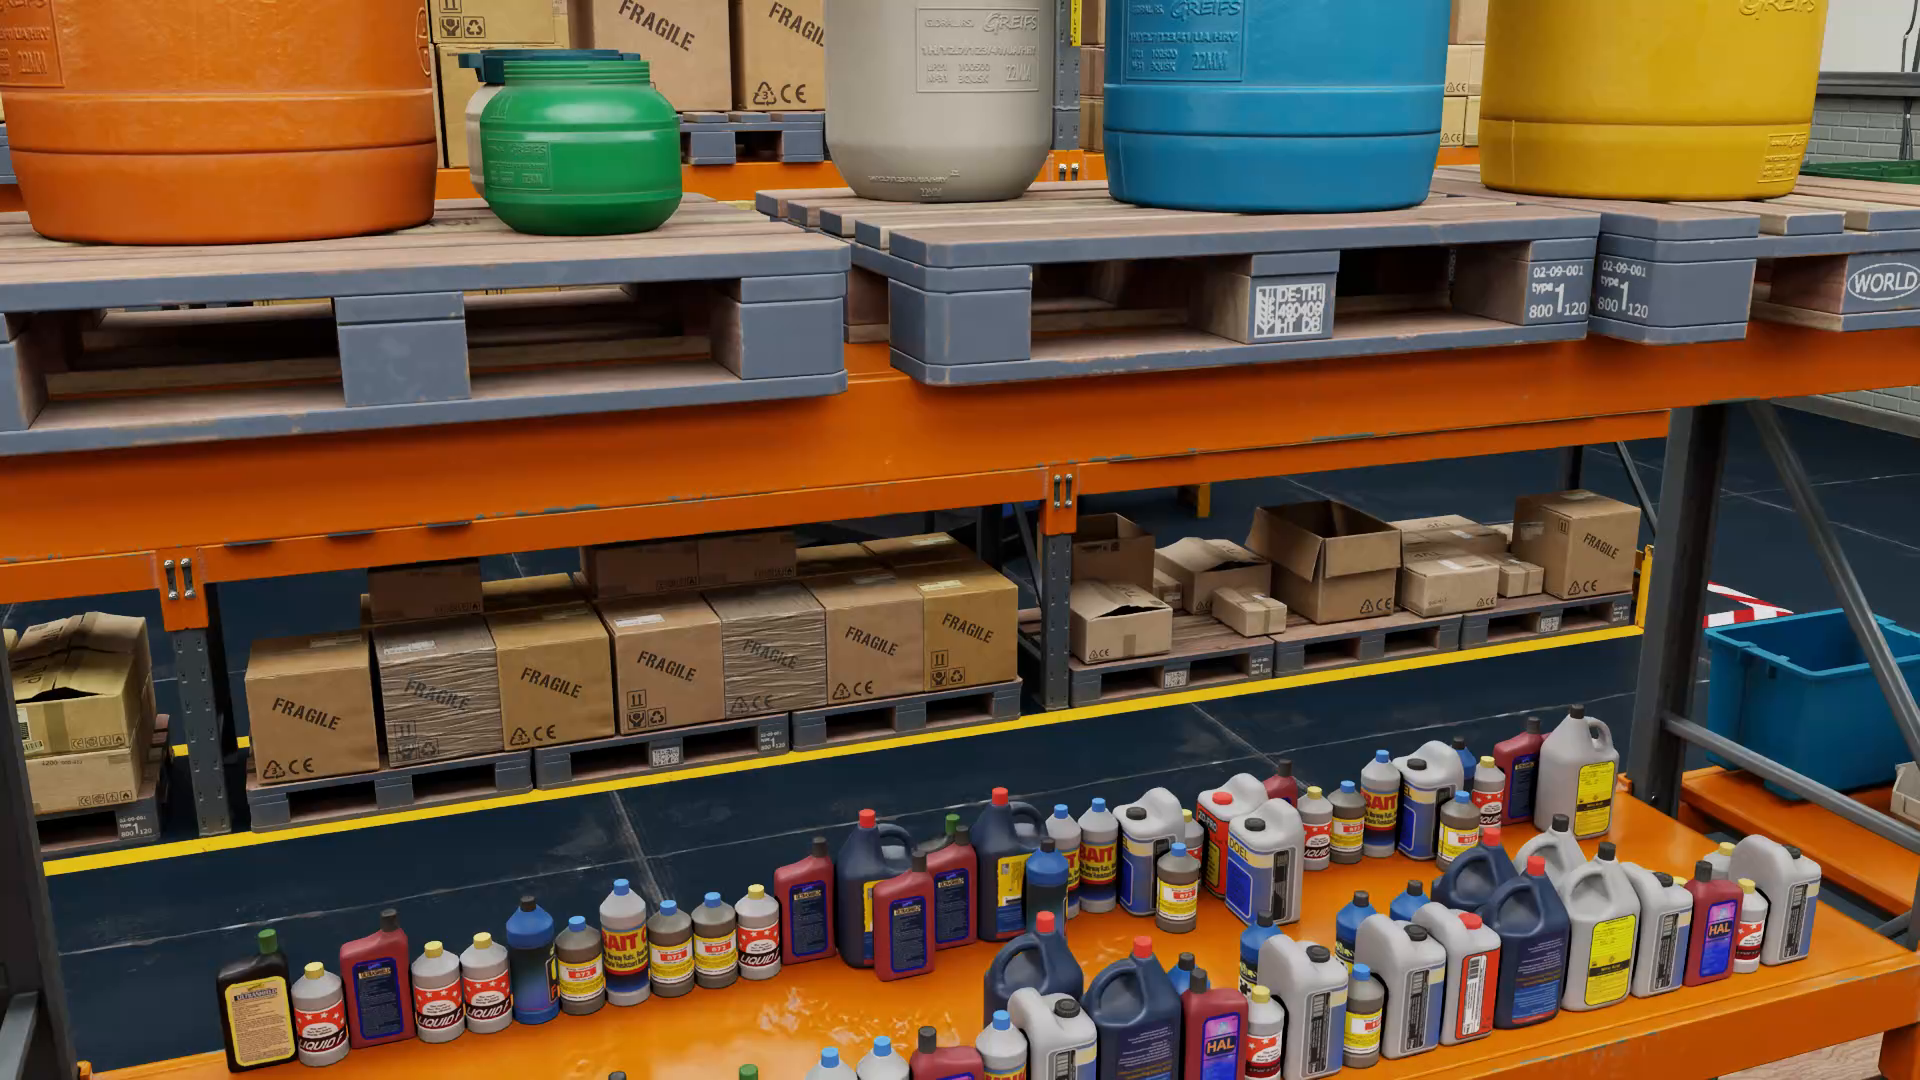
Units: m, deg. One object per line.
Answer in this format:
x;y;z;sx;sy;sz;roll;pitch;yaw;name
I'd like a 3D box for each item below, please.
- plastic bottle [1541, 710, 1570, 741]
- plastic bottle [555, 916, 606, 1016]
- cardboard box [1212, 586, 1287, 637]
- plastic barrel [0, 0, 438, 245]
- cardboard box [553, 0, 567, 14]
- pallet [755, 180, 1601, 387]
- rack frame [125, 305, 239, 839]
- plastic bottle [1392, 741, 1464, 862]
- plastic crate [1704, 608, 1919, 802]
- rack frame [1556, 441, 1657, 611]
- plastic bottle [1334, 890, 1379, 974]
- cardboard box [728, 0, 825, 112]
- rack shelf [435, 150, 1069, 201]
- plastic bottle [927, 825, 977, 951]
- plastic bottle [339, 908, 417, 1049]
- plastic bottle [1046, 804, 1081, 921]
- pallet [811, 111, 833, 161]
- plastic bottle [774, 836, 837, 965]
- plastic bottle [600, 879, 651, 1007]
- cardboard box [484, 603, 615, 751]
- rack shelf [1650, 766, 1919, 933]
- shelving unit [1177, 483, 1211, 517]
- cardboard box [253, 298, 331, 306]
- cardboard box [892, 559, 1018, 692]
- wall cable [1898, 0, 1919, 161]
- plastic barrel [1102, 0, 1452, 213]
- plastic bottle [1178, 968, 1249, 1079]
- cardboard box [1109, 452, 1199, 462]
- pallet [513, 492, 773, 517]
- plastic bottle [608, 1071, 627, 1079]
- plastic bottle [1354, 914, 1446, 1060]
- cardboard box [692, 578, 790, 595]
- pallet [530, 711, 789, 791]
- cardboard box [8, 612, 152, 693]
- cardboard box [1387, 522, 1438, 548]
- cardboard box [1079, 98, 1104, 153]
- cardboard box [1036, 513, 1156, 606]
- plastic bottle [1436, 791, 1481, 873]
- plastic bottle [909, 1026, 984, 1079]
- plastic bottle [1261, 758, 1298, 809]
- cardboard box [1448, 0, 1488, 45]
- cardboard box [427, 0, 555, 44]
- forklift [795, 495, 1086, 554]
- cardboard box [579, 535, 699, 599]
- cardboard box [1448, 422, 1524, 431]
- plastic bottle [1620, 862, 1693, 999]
1.600;0.597;4.449;0.133;0.283;0.061;-6;17;-20;plastic bottle
-0.812;0.902;3.555;0.097;0.201;0.097;0;16;0;plastic bottle
1.600;0.386;9.209;0.250;0.166;0.380;-6;17;-20;cardboard box
-1.109;-0.884;2.453;0.708;0.830;0.600;-6;17;-20;plastic barrel
-2.828;-3.935;12.060;0.500;0.250;0.500;-7;18;-22;cardboard box
0.340;-0.513;3.031;1.213;0.211;1.003;-6;17;-20;pallet
-3.409;-0.284;7.242;0.127;3.000;1.000;-6;17;-20;rack frame
1.185;0.659;4.250;0.135;0.276;0.152;-6;17;-20;plastic bottle
2.409;0.458;4.636;0.575;0.384;0.392;-6;17;-20;plastic crate
4.061;-1.091;9.989;0.127;3.000;1.000;-6;17;-20;rack frame
0.843;0.873;3.530;0.097;0.271;0.097;0;16;0;plastic bottle
-0.786;-2.319;7.749;0.600;0.600;0.600;-6;18;-21;cardboard box
-1.541;-1.580;7.607;4.000;0.370;1.077;-6;17;-20;rack shelf
-0.029;0.791;3.788;0.133;0.283;0.061;-6;17;-20;plastic bottle
-1.199;0.899;3.420;0.133;0.283;0.061;-6;17;-20;plastic bottle
0.237;0.755;3.930;0.097;0.271;0.097;0;16;0;plastic bottle
-0.308;-1.989;8.058;1.003;0.211;1.213;-6;17;-20;pallet
-0.348;0.807;3.733;0.133;0.283;0.061;-6;17;-20;plastic bottle
-0.721;0.859;3.578;0.097;0.271;0.097;0;16;0;plastic bottle
-1.925;0.630;7.785;0.500;0.500;0.500;-6;18;-21;cardboard box
3.963;0.760;4.964;4.000;0.370;1.077;-6;17;-20;rack shelf
1.249;-0.944;12.153;1.083;1.500;0.587;-3;17;-9;shelving unit
-4.640;-1.769;11.558;0.500;0.500;0.500;-6;17;-18;cardboard box
-0.032;0.426;8.479;0.500;0.500;0.500;-6;17;-20;cardboard box
7.695;-4.258;15.640;0.112;2.526;3.097;-6;17;-20;wall cable
0.556;-1.053;2.901;0.708;0.901;0.600;-6;17;-20;plastic barrel
0.489;0.957;3.223;0.133;0.283;0.061;-6;17;-20;plastic bottle
0.900;-0.715;8.532;0.500;0.500;0.500;-6;17;-19;cardboard box
-1.595;-0.389;7.941;1.213;0.211;1.003;-6;17;-20;pallet
-0.592;1.056;2.909;0.097;0.271;0.097;0;16;0;plastic bottle
0.905;0.902;3.424;0.135;0.276;0.152;-6;17;-20;plastic bottle
-1.176;0.391;8.600;0.500;0.500;0.500;-6;17;-19;cardboard box
-1.561;0.867;8.273;1.213;0.211;1.003;-6;17;-20;pallet
-4.003;0.540;7.575;0.500;0.311;0.500;-6;17;-18;cardboard box
2.518;0.099;10.038;0.500;0.250;0.500;-6;17;-20;cardboard box
0.869;-2.039;8.159;0.500;0.250;0.500;-6;17;-20;cardboard box
0.757;0.169;9.355;0.500;0.500;0.500;-6;17;-20;cardboard box
1.247;0.726;4.156;0.097;0.201;0.097;0;16;0;plastic bottle
-0.025;1.012;3.034;0.133;0.283;0.061;-6;17;-20;plastic bottle
0.771;0.686;4.144;0.133;0.283;0.061;-6;17;-20;plastic bottle
2.662;-2.895;8.857;0.500;0.500;0.700;-6;17;-20;cardboard box
-2.047;-2.396;7.159;0.500;0.500;0.500;-6;17;-20;cardboard box
-0.416;-1.244;10.633;1.130;2.935;3.031;13;21;36;forklift
-1.615;0.077;8.336;0.500;0.250;0.500;-7;18;-21;cardboard box
2.790;-0.920;9.229;0.500;0.500;0.500;-6;17;-20;cardboard box
1.502;0.837;3.643;0.135;0.276;0.152;-6;17;-20;plastic bottle
